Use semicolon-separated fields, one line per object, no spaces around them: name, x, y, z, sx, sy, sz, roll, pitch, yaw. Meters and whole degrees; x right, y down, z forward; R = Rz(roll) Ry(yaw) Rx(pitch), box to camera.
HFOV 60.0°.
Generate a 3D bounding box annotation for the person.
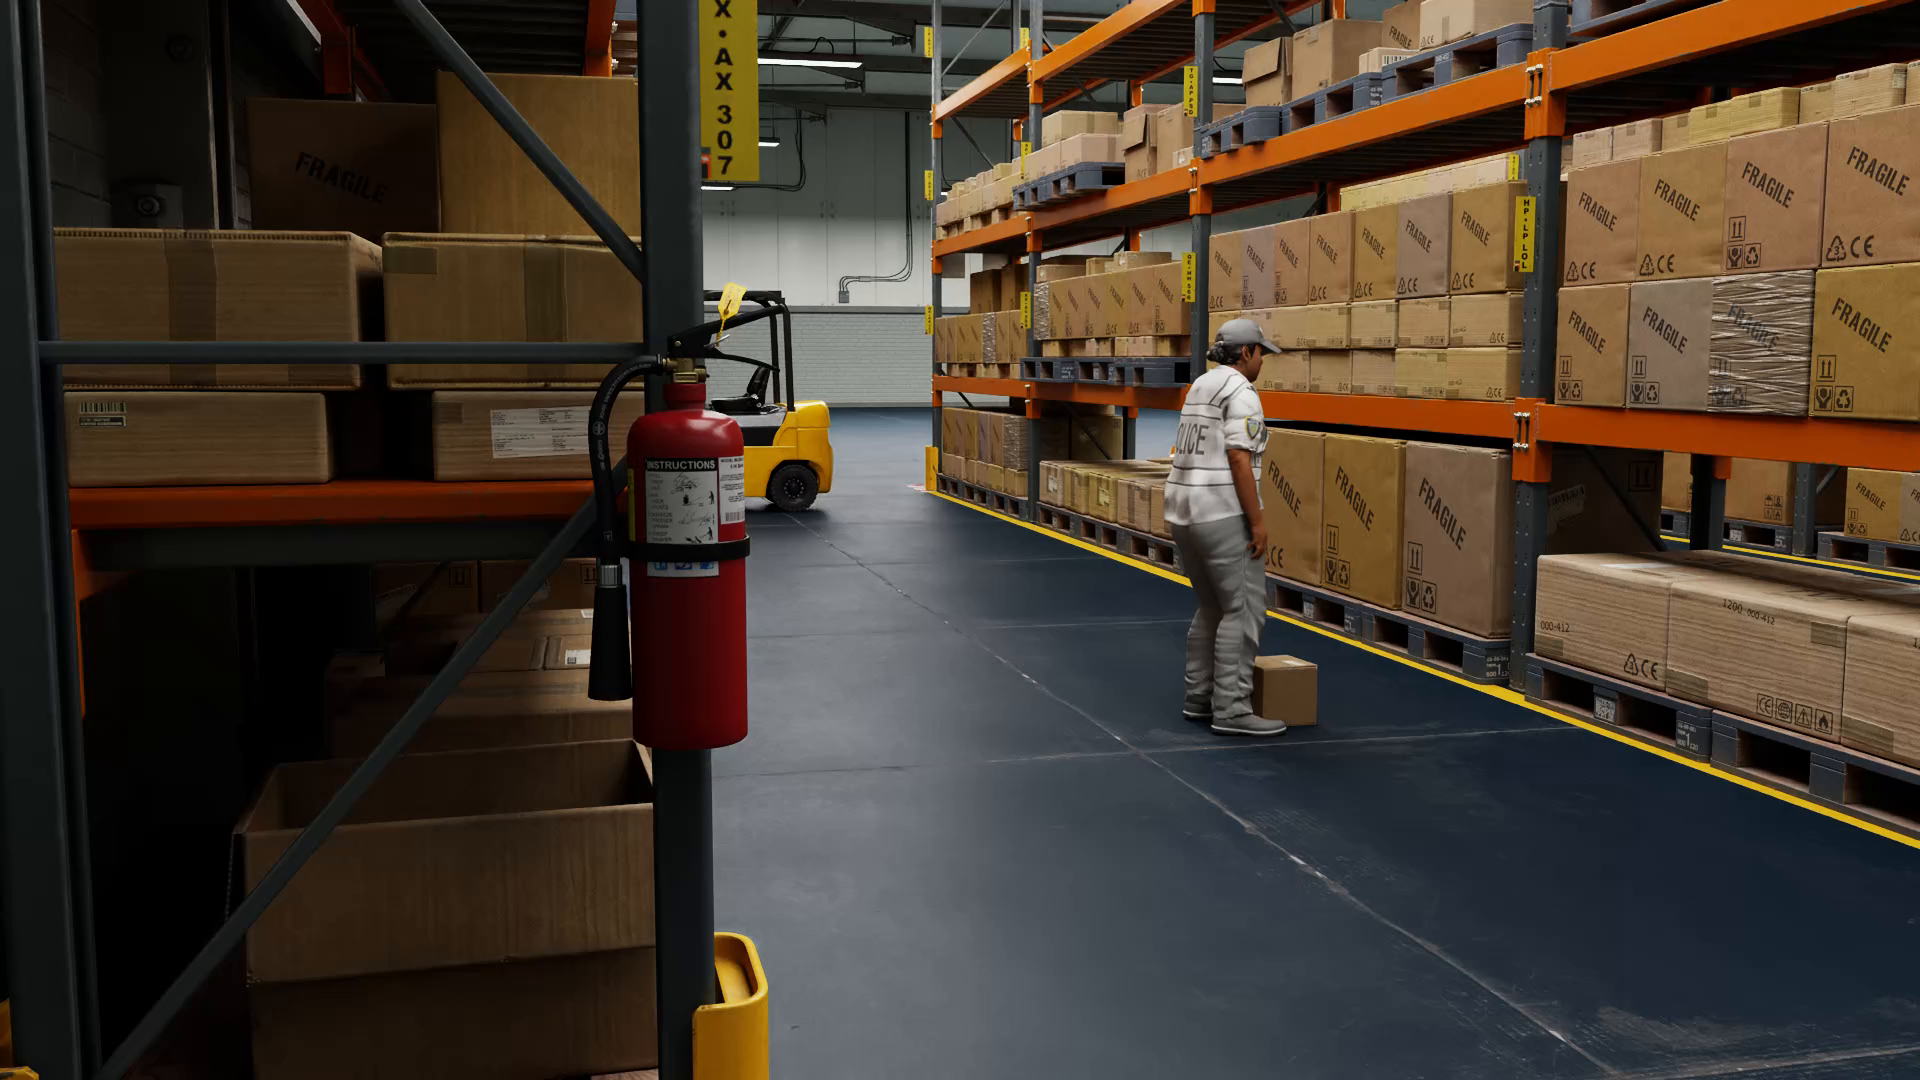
person;1.096;-0.069;6.783;0.468;1.666;0.564;-2;7;-17
